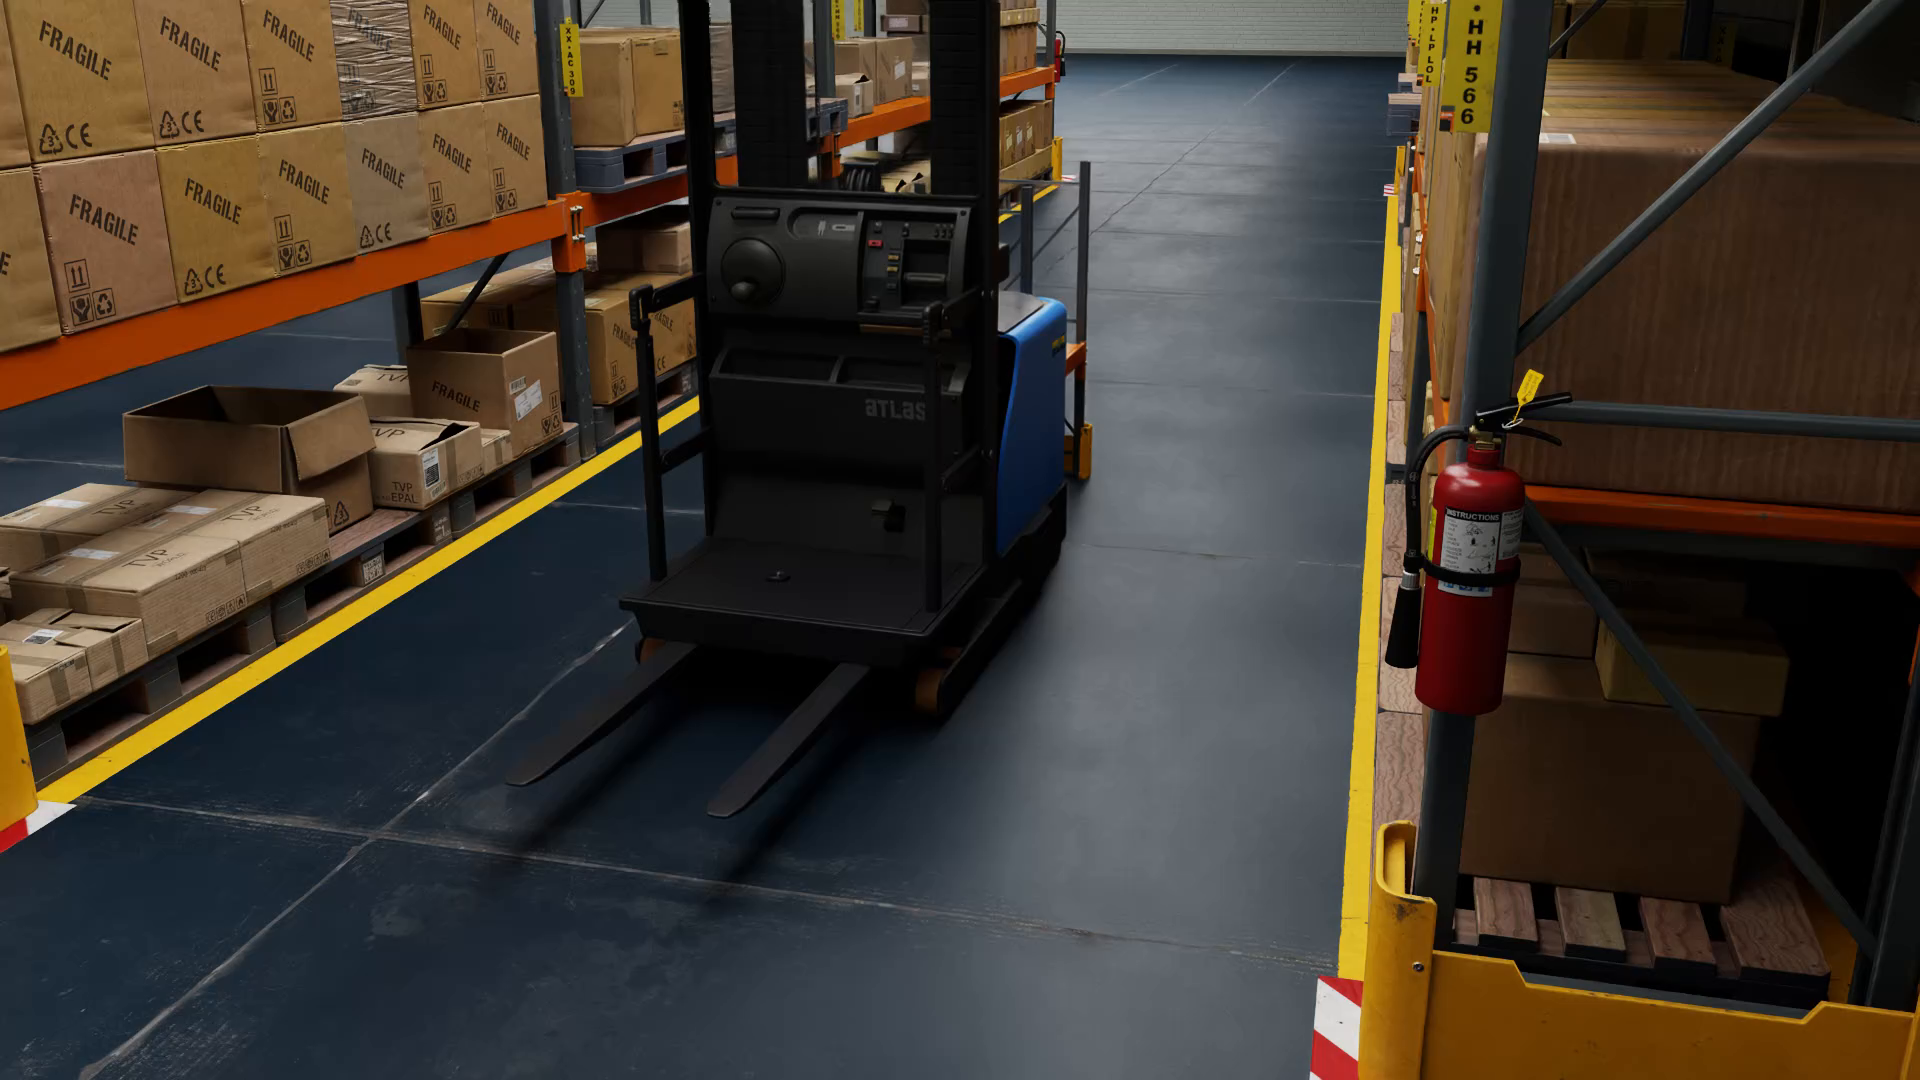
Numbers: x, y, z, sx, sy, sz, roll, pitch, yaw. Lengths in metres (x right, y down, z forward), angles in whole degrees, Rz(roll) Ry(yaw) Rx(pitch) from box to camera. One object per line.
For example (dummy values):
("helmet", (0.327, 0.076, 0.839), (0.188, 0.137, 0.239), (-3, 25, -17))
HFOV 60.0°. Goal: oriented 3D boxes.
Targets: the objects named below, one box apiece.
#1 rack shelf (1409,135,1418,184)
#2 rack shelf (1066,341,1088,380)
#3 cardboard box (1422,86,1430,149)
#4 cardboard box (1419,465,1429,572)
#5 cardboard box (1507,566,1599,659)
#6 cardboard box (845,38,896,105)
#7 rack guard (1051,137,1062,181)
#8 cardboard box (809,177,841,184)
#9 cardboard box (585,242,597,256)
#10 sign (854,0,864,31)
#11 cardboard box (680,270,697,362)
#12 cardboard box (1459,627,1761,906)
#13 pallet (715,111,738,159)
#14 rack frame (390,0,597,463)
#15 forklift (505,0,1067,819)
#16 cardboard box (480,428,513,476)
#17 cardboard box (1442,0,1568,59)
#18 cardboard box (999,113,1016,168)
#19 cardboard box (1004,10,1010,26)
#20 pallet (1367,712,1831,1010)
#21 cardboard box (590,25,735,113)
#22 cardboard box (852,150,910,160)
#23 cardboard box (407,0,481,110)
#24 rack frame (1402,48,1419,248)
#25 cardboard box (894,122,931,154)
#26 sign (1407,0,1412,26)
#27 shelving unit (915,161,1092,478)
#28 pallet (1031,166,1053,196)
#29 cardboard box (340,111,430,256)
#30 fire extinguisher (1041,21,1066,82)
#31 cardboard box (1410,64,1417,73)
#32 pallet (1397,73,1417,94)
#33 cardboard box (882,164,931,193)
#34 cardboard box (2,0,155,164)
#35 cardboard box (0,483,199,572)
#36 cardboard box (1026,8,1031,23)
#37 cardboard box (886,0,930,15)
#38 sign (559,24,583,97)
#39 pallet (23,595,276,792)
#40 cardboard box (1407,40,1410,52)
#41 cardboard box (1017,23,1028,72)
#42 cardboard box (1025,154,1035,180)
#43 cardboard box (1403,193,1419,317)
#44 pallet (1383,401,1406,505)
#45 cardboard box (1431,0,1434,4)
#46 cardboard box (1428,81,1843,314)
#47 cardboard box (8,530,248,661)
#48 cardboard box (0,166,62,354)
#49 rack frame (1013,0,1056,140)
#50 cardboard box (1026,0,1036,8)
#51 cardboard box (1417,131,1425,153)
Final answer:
("rack shelf", (3.928, -3.016, 12.489), (1.077, 0.370, 4.000), (5, 19, 13))
("rack shelf", (0.207, -0.730, 7.560), (0.538, 0.185, 1.000), (6, 20, 16))
("cardboard box", (2.694, -2.312, 8.670), (0.500, 0.500, 0.500), (5, 20, 15))
("cardboard box", (2.054, -0.108, 6.080), (0.700, 0.500, 0.500), (4, 19, 13))
("cardboard box", (1.414, 0.174, 4.253), (0.380, 0.149, 0.250), (4, 19, 13))
("cardboard box", (-0.842, -3.859, 13.689), (0.500, 0.500, 0.500), (5, 19, 13))
("rack guard", (0.595, -4.451, 19.446), (1.175, 0.500, 0.348), (5, 19, 13))
("cardboard box", (-1.229, -2.787, 13.443), (0.500, 0.311, 0.500), (5, 19, 13))
("cardboard box", (-2.126, -1.539, 10.239), (0.500, 0.500, 0.500), (4, 19, 12))
("sign", (-0.926, -4.863, 15.324), (0.100, 0.325, 0.005), (5, 19, 13))
("cardboard box", (-1.739, -1.347, 9.678), (0.500, 0.500, 0.500), (5, 19, 14))
("cardboard box", (1.559, 0.535, 4.197), (0.700, 0.500, 0.500), (5, 19, 13))
("pallet", (-1.836, -2.418, 9.924), (1.003, 0.211, 1.213), (5, 19, 13))
("rack frame", (-2.342, -1.865, 8.008), (1.000, 3.000, 0.127), (5, 19, 13))
("forklift", (-0.479, -0.947, 5.425), (1.130, 2.935, 3.031), (6, 20, 16))
("cardboard box", (-2.240, -0.401, 7.452), (0.380, 0.149, 0.250), (5, 19, 13))
("cardboard box", (2.328, -2.194, 7.165), (0.500, 0.250, 0.500), (5, 20, 15))
("cardboard box", (0.273, -4.059, 16.876), (0.500, 0.500, 0.500), (5, 19, 13))
("cardboard box", (0.304, -5.360, 17.080), (0.380, 0.149, 0.250), (4, 19, 13))
("pallet", (1.604, 0.841, 4.398), (1.003, 0.211, 1.213), (5, 19, 13))
("cardboard box", (-1.818, -2.887, 10.196), (0.700, 0.500, 0.500), (9, 21, 24))
("cardboard box", (-0.730, -3.426, 15.314), (0.500, 0.311, 0.500), (5, 19, 14))
("cardboard box", (-2.337, -2.046, 6.836), (0.500, 0.500, 0.500), (4, 19, 12))
("rack frame", (4.417, -3.983, 14.208), (1.000, 3.000, 0.127), (5, 19, 13))
("cardboard box", (-0.353, -3.944, 16.537), (0.500, 0.500, 0.500), (5, 19, 13))
("sign", (4.868, -5.689, 17.863), (0.100, 0.325, 0.005), (5, 19, 13))
("shelving unit", (0.204, -0.897, 7.494), (0.587, 1.500, 1.083), (6, 20, 16))
("pallet", (0.443, -4.064, 18.759), (1.003, 0.211, 1.213), (5, 19, 13))
("cardboard box", (-2.464, -1.413, 6.529), (0.500, 0.500, 0.500), (5, 20, 15))
("fire extinguisher", (1.069, -5.590, 19.034), (0.296, 0.674, 0.183), (5, 19, 13))
("cardboard box", (4.239, -4.094, 14.733), (0.500, 0.250, 0.500), (5, 19, 14))
("pallet", (4.089, -3.664, 13.571), (1.003, 0.211, 1.213), (5, 19, 13))
("cardboard box", (-0.454, -3.066, 14.261), (0.500, 0.311, 0.500), (5, 19, 13))
("cardboard box", (-2.835, -1.415, 4.988), (0.500, 0.500, 0.500), (5, 19, 14))
("cardboard box", (-3.164, -0.004, 6.132), (0.500, 0.250, 0.500), (5, 19, 13))
("cardboard box", (0.556, -5.684, 18.029), (0.380, 0.149, 0.250), (4, 19, 13))
("cardboard box", (-0.285, -5.174, 15.532), (0.700, 0.500, 0.500), (5, 19, 14))
("sign", (-1.814, -2.235, 7.750), (0.100, 0.325, 0.005), (5, 19, 13))
("pallet", (-3.107, 0.434, 5.590), (1.003, 0.211, 1.213), (5, 19, 13))
("cardboard box", (4.723, -5.088, 16.485), (0.500, 0.500, 0.500), (4, 19, 12))
("cardboard box", (0.339, -5.364, 18.095), (0.700, 0.500, 0.500), (5, 20, 15))
("cardboard box", (0.514, -4.018, 17.915), (0.500, 0.250, 0.500), (5, 19, 13))
("cardboard box", (3.133, -1.690, 10.172), (0.750, 0.750, 0.750), (4, 19, 13))
("pallet", (2.578, -0.404, 8.043), (1.003, 0.211, 1.213), (5, 19, 13))
("cardboard box", (2.948, -2.991, 9.498), (0.500, 0.250, 0.500), (4, 19, 13))
("cardboard box", (1.962, -0.991, 4.985), (0.980, 0.700, 0.700), (4, 19, 11))
("cardboard box", (-2.790, 0.177, 5.603), (0.500, 0.250, 0.500), (5, 19, 13))
("cardboard box", (-2.956, -0.777, 4.668), (0.500, 0.500, 0.500), (5, 20, 15))
("rack frame", (0.590, -5.627, 19.020), (1.000, 3.000, 0.127), (5, 19, 13))
("cardboard box", (0.450, -6.126, 18.320), (0.700, 0.500, 0.500), (5, 19, 14))
("cardboard box", (2.917, -2.380, 9.872), (0.380, 0.149, 0.250), (5, 20, 15))
